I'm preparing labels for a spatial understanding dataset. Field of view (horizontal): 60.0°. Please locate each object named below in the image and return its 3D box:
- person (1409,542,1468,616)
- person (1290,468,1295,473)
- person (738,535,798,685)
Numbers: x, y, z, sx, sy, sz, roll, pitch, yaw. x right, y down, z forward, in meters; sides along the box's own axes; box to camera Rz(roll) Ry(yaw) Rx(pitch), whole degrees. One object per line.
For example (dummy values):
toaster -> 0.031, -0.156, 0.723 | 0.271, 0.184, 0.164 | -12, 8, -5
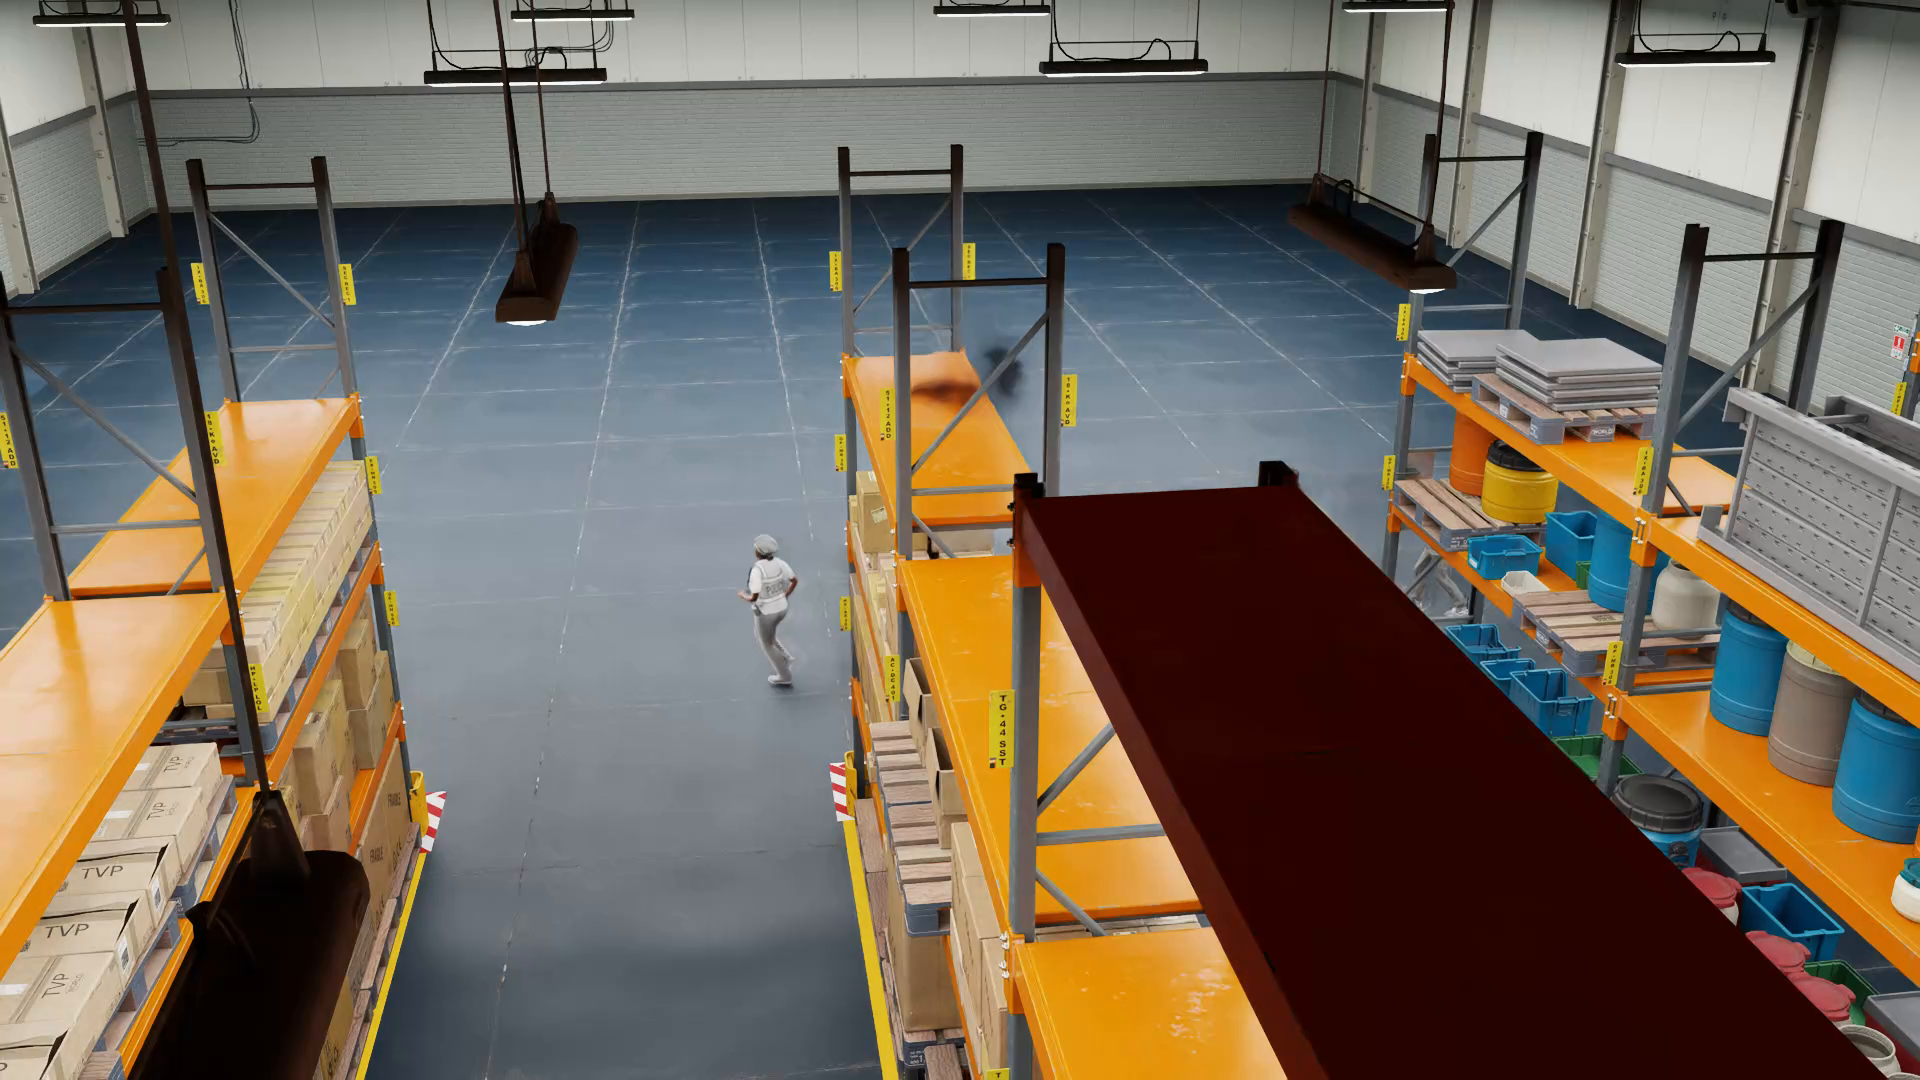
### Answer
person -> 5.505, 0.148, 19.066 | 0.757, 1.636, 0.514 | 5, 22, 13
person -> 3.757, -0.055, 19.510 | 0.920, 1.695, 0.585 | 7, 23, 18
person -> -2.057, 0.729, 17.531 | 0.582, 1.667, 0.560 | 13, 25, 29
